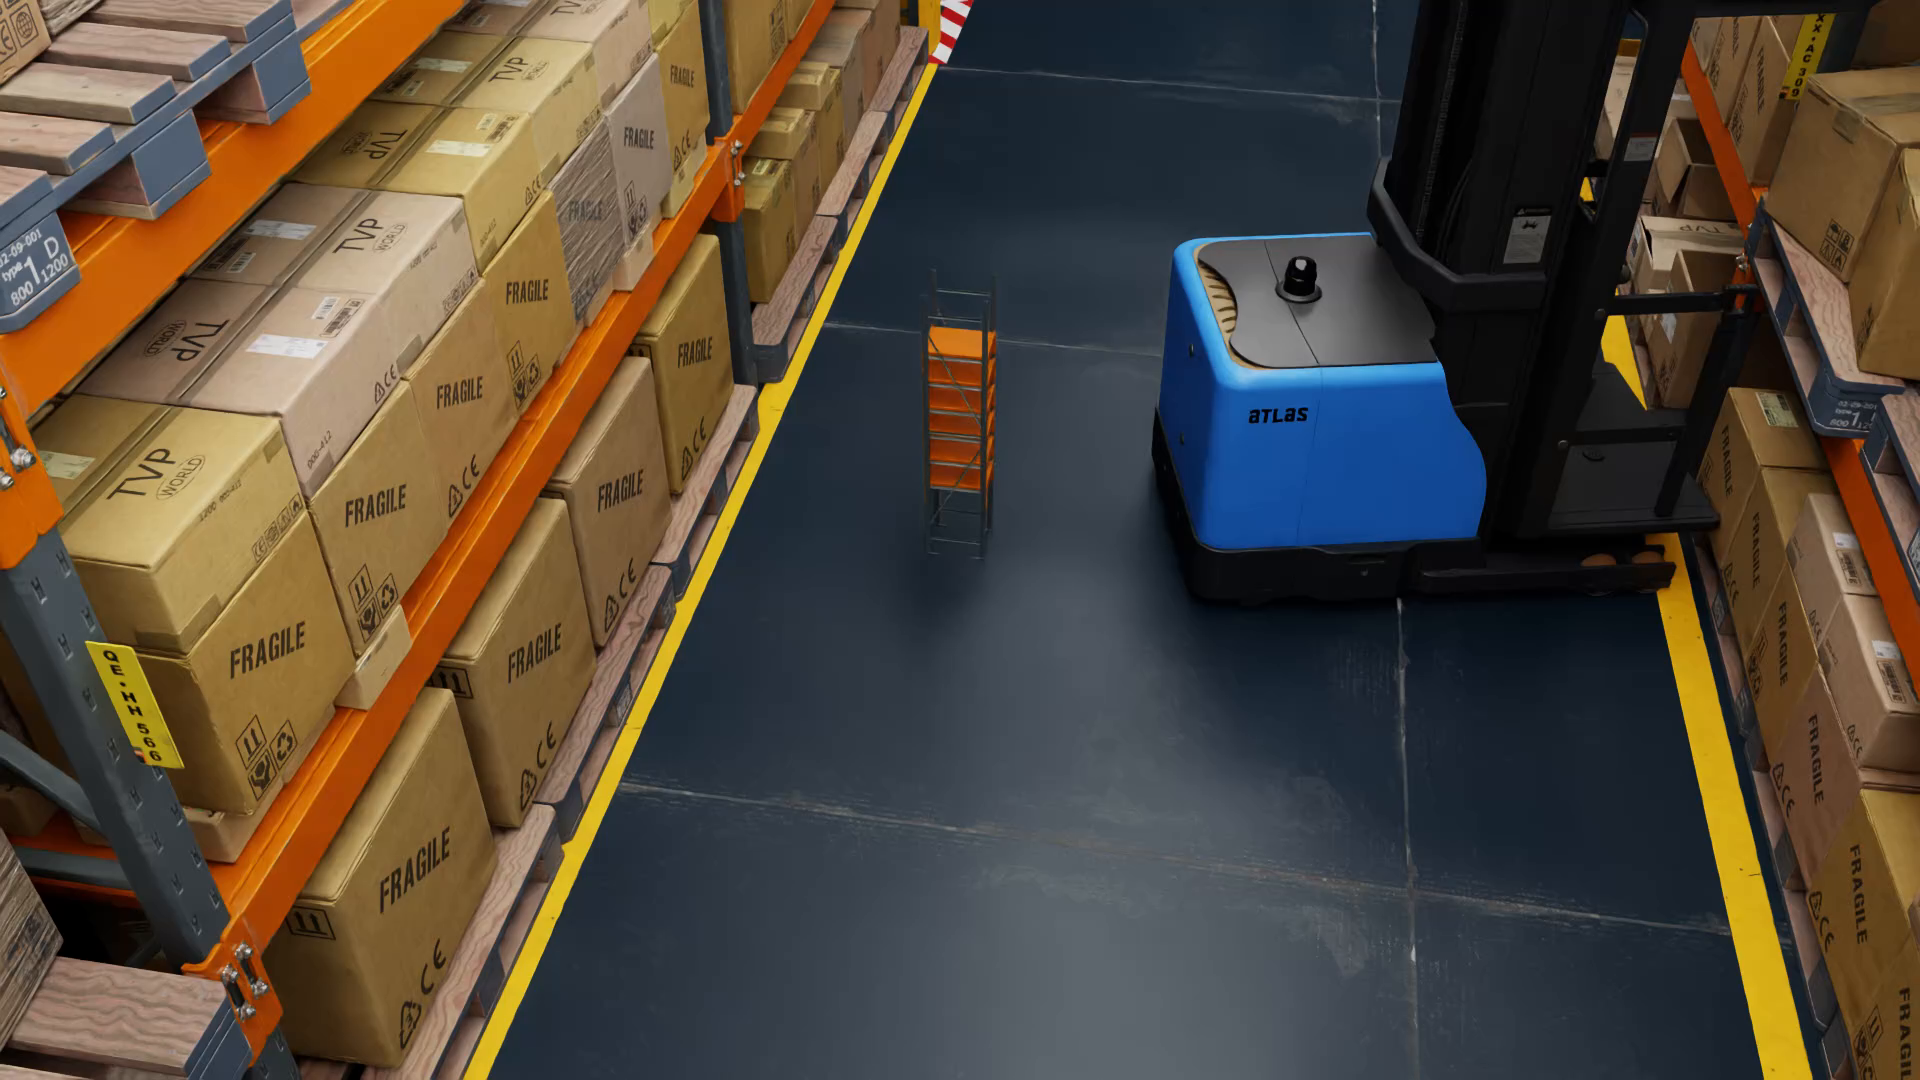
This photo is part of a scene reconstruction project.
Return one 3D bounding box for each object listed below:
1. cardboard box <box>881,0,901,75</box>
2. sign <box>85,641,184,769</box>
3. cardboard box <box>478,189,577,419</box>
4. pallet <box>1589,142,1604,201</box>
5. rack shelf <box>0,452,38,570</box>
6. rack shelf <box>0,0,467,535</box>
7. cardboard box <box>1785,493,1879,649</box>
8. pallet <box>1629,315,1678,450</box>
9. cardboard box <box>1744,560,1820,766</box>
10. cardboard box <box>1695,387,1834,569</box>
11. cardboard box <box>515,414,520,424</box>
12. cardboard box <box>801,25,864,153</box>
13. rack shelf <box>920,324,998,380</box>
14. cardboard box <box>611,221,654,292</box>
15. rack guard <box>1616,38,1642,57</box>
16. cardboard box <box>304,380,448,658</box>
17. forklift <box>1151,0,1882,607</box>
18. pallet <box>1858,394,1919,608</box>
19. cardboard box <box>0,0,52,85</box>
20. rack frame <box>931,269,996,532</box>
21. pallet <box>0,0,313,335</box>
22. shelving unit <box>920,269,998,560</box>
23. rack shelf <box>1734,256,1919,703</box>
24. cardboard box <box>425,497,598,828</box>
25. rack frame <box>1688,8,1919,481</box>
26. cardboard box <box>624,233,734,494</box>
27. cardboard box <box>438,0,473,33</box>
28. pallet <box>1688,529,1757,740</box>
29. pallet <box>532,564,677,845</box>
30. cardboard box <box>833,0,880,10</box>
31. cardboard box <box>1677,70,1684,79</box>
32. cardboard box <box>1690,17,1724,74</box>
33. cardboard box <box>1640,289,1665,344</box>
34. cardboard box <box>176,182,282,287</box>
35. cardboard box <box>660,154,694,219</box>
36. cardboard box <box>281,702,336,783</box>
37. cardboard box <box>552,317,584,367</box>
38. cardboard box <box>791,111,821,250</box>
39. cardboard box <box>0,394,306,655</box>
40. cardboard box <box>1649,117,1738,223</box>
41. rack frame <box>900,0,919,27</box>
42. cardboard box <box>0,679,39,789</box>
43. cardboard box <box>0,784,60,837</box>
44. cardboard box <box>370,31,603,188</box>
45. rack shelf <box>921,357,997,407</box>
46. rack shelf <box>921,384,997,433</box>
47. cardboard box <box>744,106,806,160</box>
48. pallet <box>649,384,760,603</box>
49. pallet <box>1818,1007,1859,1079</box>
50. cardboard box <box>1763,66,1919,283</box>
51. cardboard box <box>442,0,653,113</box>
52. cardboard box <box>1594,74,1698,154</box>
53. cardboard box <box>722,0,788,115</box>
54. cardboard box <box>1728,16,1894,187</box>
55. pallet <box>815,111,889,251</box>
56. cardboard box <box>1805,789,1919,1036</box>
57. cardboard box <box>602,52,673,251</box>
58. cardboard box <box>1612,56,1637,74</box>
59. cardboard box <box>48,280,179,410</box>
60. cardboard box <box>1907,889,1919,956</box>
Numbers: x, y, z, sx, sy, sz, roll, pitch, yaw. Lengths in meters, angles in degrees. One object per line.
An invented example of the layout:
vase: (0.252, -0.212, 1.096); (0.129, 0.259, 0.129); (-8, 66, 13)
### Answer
cardboard box: (-0.745, -3.089, 9.765); (0.700, 0.500, 0.500); (6, 40, 8)
sign: (-1.571, 0.318, 3.165); (0.100, 0.325, 0.005); (6, 40, 8)
cardboard box: (-1.502, -0.725, 4.945); (0.500, 0.500, 0.500); (7, 40, 9)
pallet: (4.007, -2.174, 9.214); (1.003, 0.211, 1.213); (6, 40, 8)
rack shelf: (-2.453, 1.056, 1.329); (1.077, 0.370, 4.000); (6, 40, 8)
rack shelf: (-1.761, -1.454, 4.366); (1.077, 0.370, 4.000); (6, 40, 8)
cardboard box: (2.968, 0.122, 5.276); (0.500, 0.250, 0.500); (6, 40, 8)
pallet: (3.584, -0.643, 7.362); (1.003, 0.211, 1.213); (6, 40, 8)
cardboard box: (2.966, 0.432, 5.489); (0.500, 0.500, 0.500); (7, 40, 8)
cardboard box: (3.141, -0.216, 6.274); (0.500, 0.500, 0.500); (5, 40, 6)
cardboard box: (-1.567, -0.376, 5.033); (0.380, 0.149, 0.250); (7, 40, 8)
cardboard box: (-0.918, -2.460, 9.003); (0.700, 0.500, 0.500); (5, 40, 6)
rack shelf: (-0.002, -0.697, 6.156); (0.258, 0.103, 0.180); (6, 40, 8)
cardboard box: (-1.292, -1.007, 5.796); (0.380, 0.149, 0.250); (6, 40, 8)
rack guard: (4.144, -2.786, 9.728); (1.175, 0.500, 0.348); (6, 40, 8)
cardboard box: (-1.671, -0.086, 4.172); (0.500, 0.500, 0.500); (8, 40, 9)
forklift: (2.359, -1.248, 5.959); (3.031, 2.935, 1.130); (-3, 40, -3)
pallet: (3.104, 0.076, 4.454); (1.003, 0.211, 1.213); (6, 40, 8)
cardboard box: (-2.081, -0.990, 2.815); (0.700, 0.500, 0.500); (3, 40, 4)
rack frame: (0.013, -0.511, 6.426); (0.240, 1.200, 0.006); (6, 40, 8)
pallet: (-2.048, -0.814, 3.174); (1.213, 0.211, 1.003); (8, 40, 10)
shelving unit: (-0.002, -0.453, 6.357); (0.258, 1.200, 0.189); (6, 40, 8)
rack shelf: (3.119, 0.246, 4.664); (1.077, 0.370, 4.000); (6, 40, 8)
cardboard box: (-1.693, 0.350, 5.330); (0.750, 0.750, 0.750); (6, 40, 7)
rack frame: (3.465, -1.287, 5.952); (1.000, 3.000, 0.127); (6, 40, 8)
cardboard box: (-1.399, -0.742, 6.651); (0.750, 0.750, 0.750); (7, 40, 8)
cardboard box: (-1.835, -1.692, 5.526); (0.500, 0.250, 0.500); (7, 40, 8)
pallet: (3.361, 0.302, 6.219); (1.003, 0.211, 1.213); (6, 40, 8)
pallet: (-1.683, 0.504, 5.974); (1.003, 0.211, 1.213); (6, 40, 8)
cardboard box: (-0.632, -3.078, 9.242); (0.380, 0.149, 0.250); (7, 40, 9)
cardboard box: (4.305, -2.635, 9.200); (0.500, 0.500, 0.500); (6, 40, 8)
cardboard box: (3.473, -2.314, 7.116); (0.500, 0.500, 0.500); (7, 40, 9)
cardboard box: (3.290, -0.989, 7.484); (0.380, 0.149, 0.250); (6, 40, 8)
cardboard box: (-2.099, -0.730, 4.363); (0.500, 0.250, 0.500); (5, 40, 7)
cardboard box: (-1.215, -1.337, 6.195); (0.380, 0.149, 0.250); (7, 40, 8)
cardboard box: (-1.770, 0.430, 4.057); (0.380, 0.149, 0.250); (7, 40, 8)
cardboard box: (-1.458, -0.706, 5.431); (0.380, 0.149, 0.250); (5, 40, 6)
cardboard box: (-1.094, -1.802, 8.208); (0.700, 0.500, 0.500); (6, 40, 7)
cardboard box: (-1.770, -0.045, 3.534); (0.500, 0.250, 0.500); (7, 40, 9)
cardboard box: (3.785, -1.674, 8.035); (0.797, 0.503, 0.637); (6, 40, 8)
rack frame: (-0.723, -4.341, 9.647); (1.000, 3.000, 0.127); (6, 40, 8)
cardboard box: (-2.285, 0.193, 3.835); (0.500, 0.500, 0.500); (7, 40, 8)
cardboard box: (-2.303, 0.536, 3.929); (0.380, 0.149, 0.250); (7, 40, 8)
cardboard box: (-1.430, -1.319, 5.076); (0.500, 0.250, 0.500); (7, 40, 9)
rack shelf: (-0.002, -0.604, 6.232); (0.258, 0.103, 0.180); (6, 40, 8)
rack shelf: (-0.002, -0.512, 6.309); (0.258, 0.103, 0.180); (6, 40, 8)
cardboard box: (-0.946, -1.932, 7.856); (0.380, 0.149, 0.250); (8, 40, 9)
pallet: (-1.474, -0.264, 6.903); (1.003, 0.211, 1.213); (6, 40, 8)
pallet: (2.939, 1.834, 4.366); (1.003, 0.211, 1.213); (6, 40, 8)
cardboard box: (3.162, -1.215, 5.457); (0.700, 0.500, 0.500); (-6, 40, -7)
cardboard box: (-1.342, -1.640, 5.463); (0.500, 0.250, 0.500); (7, 40, 9)
cardboard box: (3.697, -2.283, 8.970); (0.500, 0.250, 0.500); (6, 40, 8)
cardboard box: (-1.305, -2.285, 6.924); (0.980, 0.700, 0.700); (7, 40, 8)
cardboard box: (3.298, -1.667, 6.334); (0.500, 0.500, 0.500); (7, 40, 8)
pallet: (-0.997, -1.993, 8.994); (1.003, 0.211, 1.213); (6, 40, 8)
cardboard box: (2.793, 1.080, 4.707); (0.500, 0.500, 0.500); (5, 40, 6)
cardboard box: (-1.325, -1.353, 5.705); (0.500, 0.500, 0.500); (7, 40, 8)
cardboard box: (3.746, -2.643, 9.485); (0.380, 0.149, 0.250); (6, 40, 8)
cardboard box: (-2.191, -0.408, 3.974); (0.500, 0.250, 0.500); (5, 40, 6)
cardboard box: (2.709, 1.080, 4.118); (0.500, 0.250, 0.500); (8, 40, 9)
